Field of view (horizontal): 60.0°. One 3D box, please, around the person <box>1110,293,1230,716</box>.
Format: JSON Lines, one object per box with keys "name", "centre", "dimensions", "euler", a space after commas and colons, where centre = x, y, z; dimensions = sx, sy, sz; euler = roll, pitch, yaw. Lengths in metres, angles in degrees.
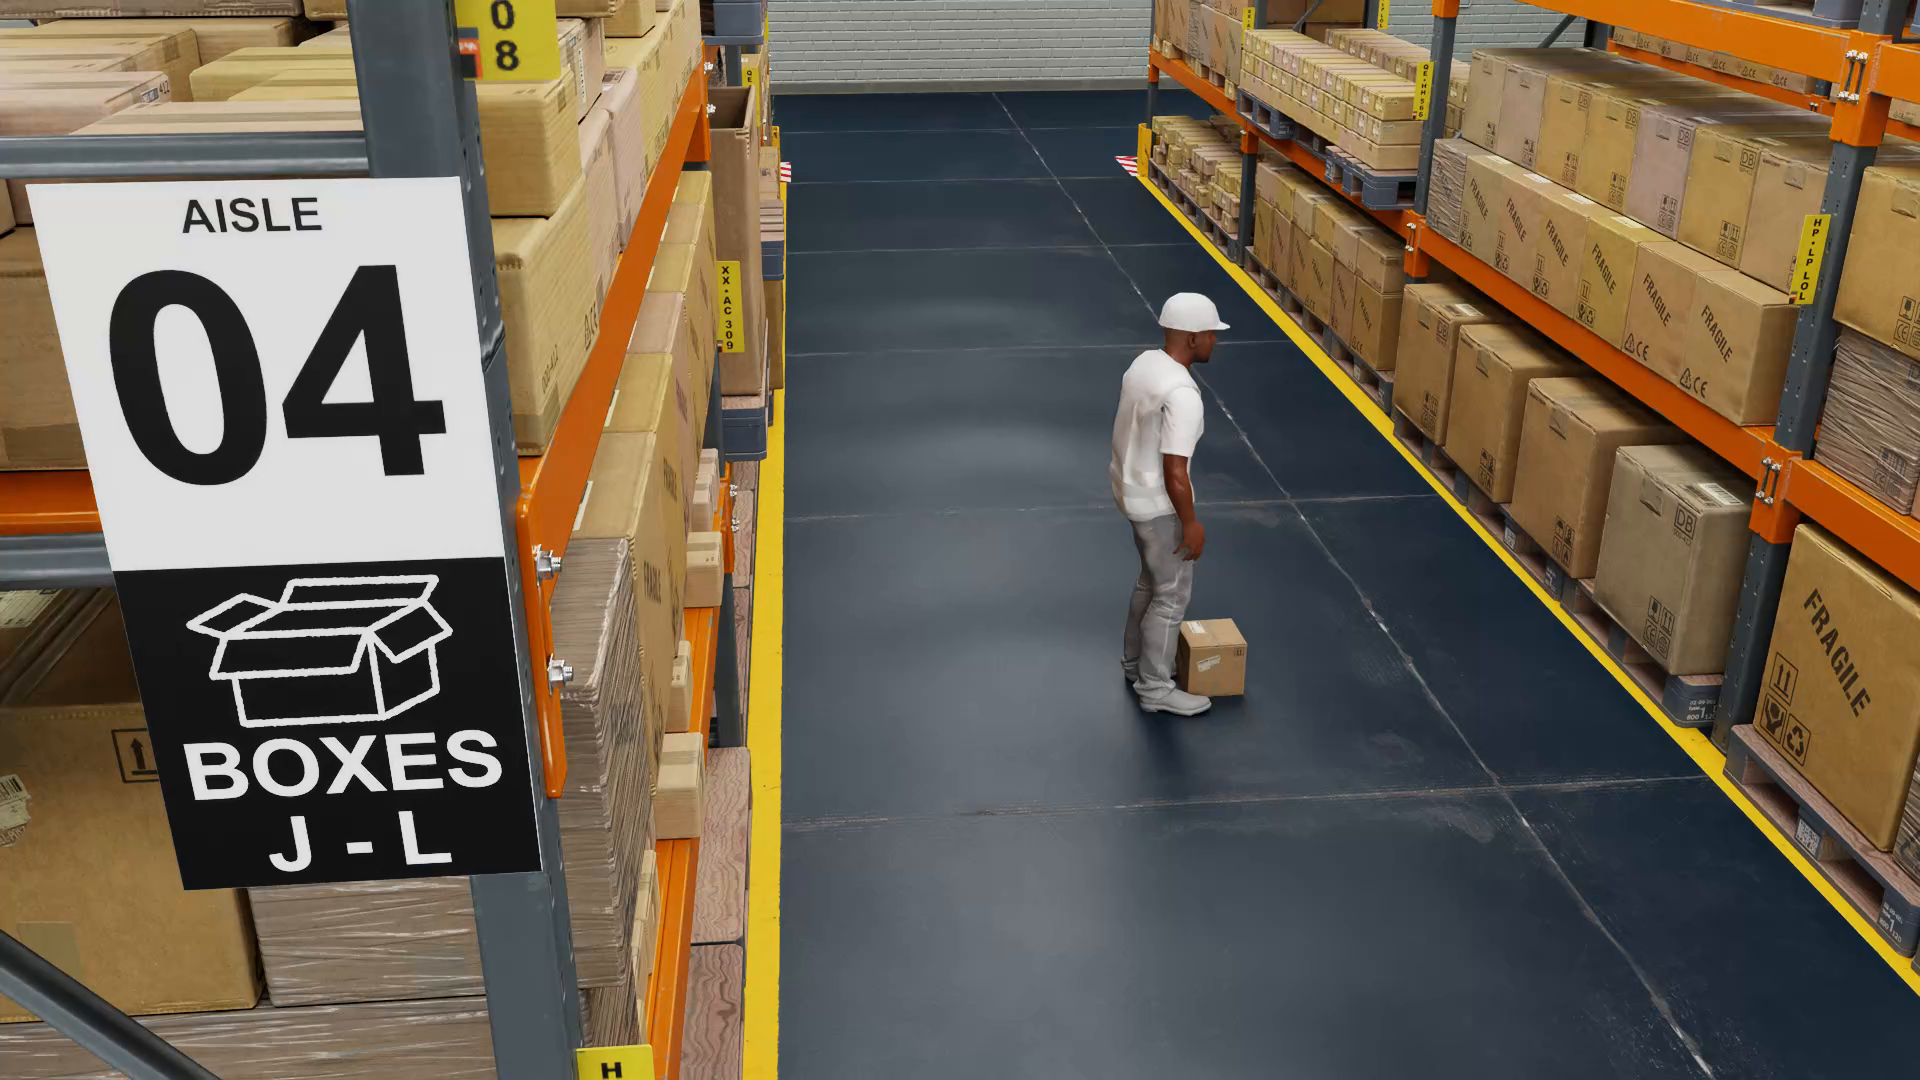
{"name": "person", "centre": [0.866, -0.166, 6.956], "dimensions": [0.454, 1.761, 0.636], "euler": [-3, 24, -8]}
